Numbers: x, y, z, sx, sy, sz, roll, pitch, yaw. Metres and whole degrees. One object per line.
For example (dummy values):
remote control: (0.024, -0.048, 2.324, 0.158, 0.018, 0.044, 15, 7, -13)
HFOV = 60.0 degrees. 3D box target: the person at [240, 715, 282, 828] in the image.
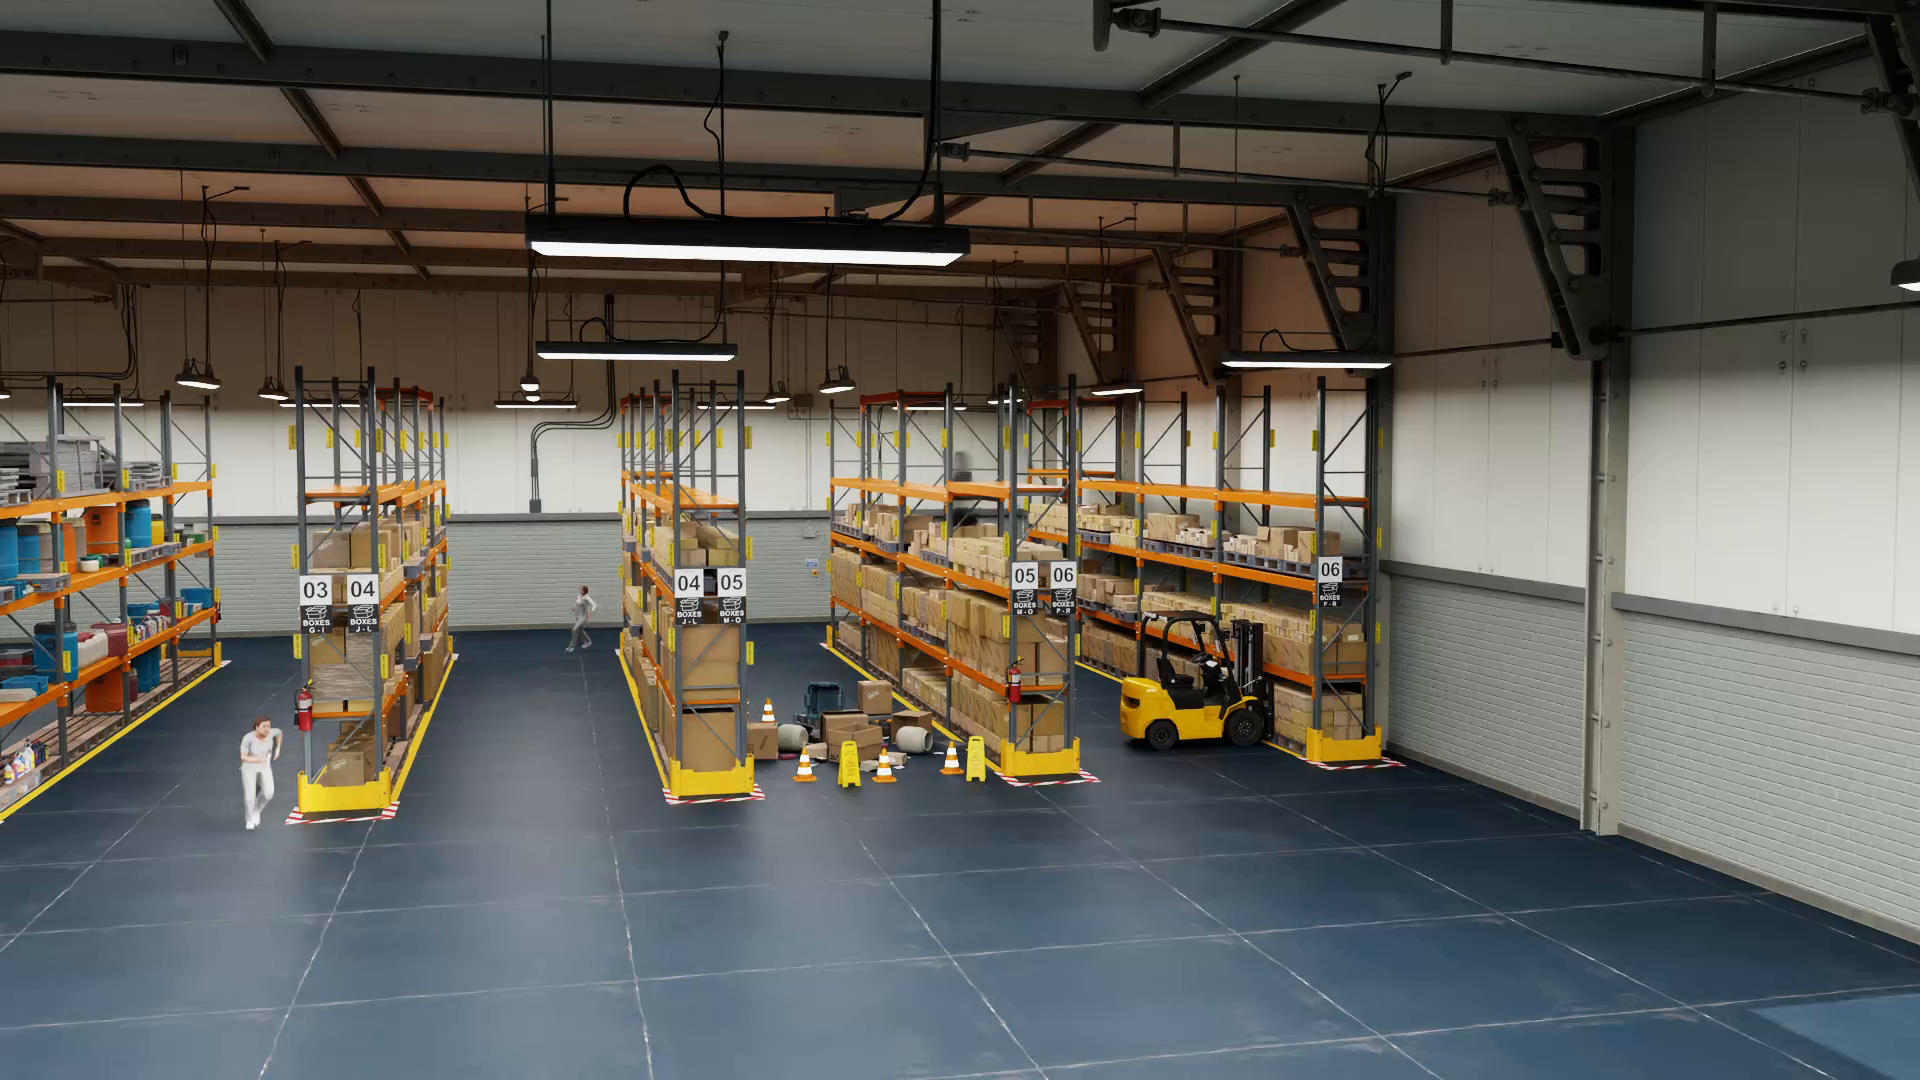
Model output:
person: (-8.957, 2.967, 21.336, 0.588, 1.518, 0.860, -3, 5, -42)

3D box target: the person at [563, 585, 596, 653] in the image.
person: (-8.979, 1.875, 39.372, 0.783, 1.561, 0.593, -3, 5, -42)
